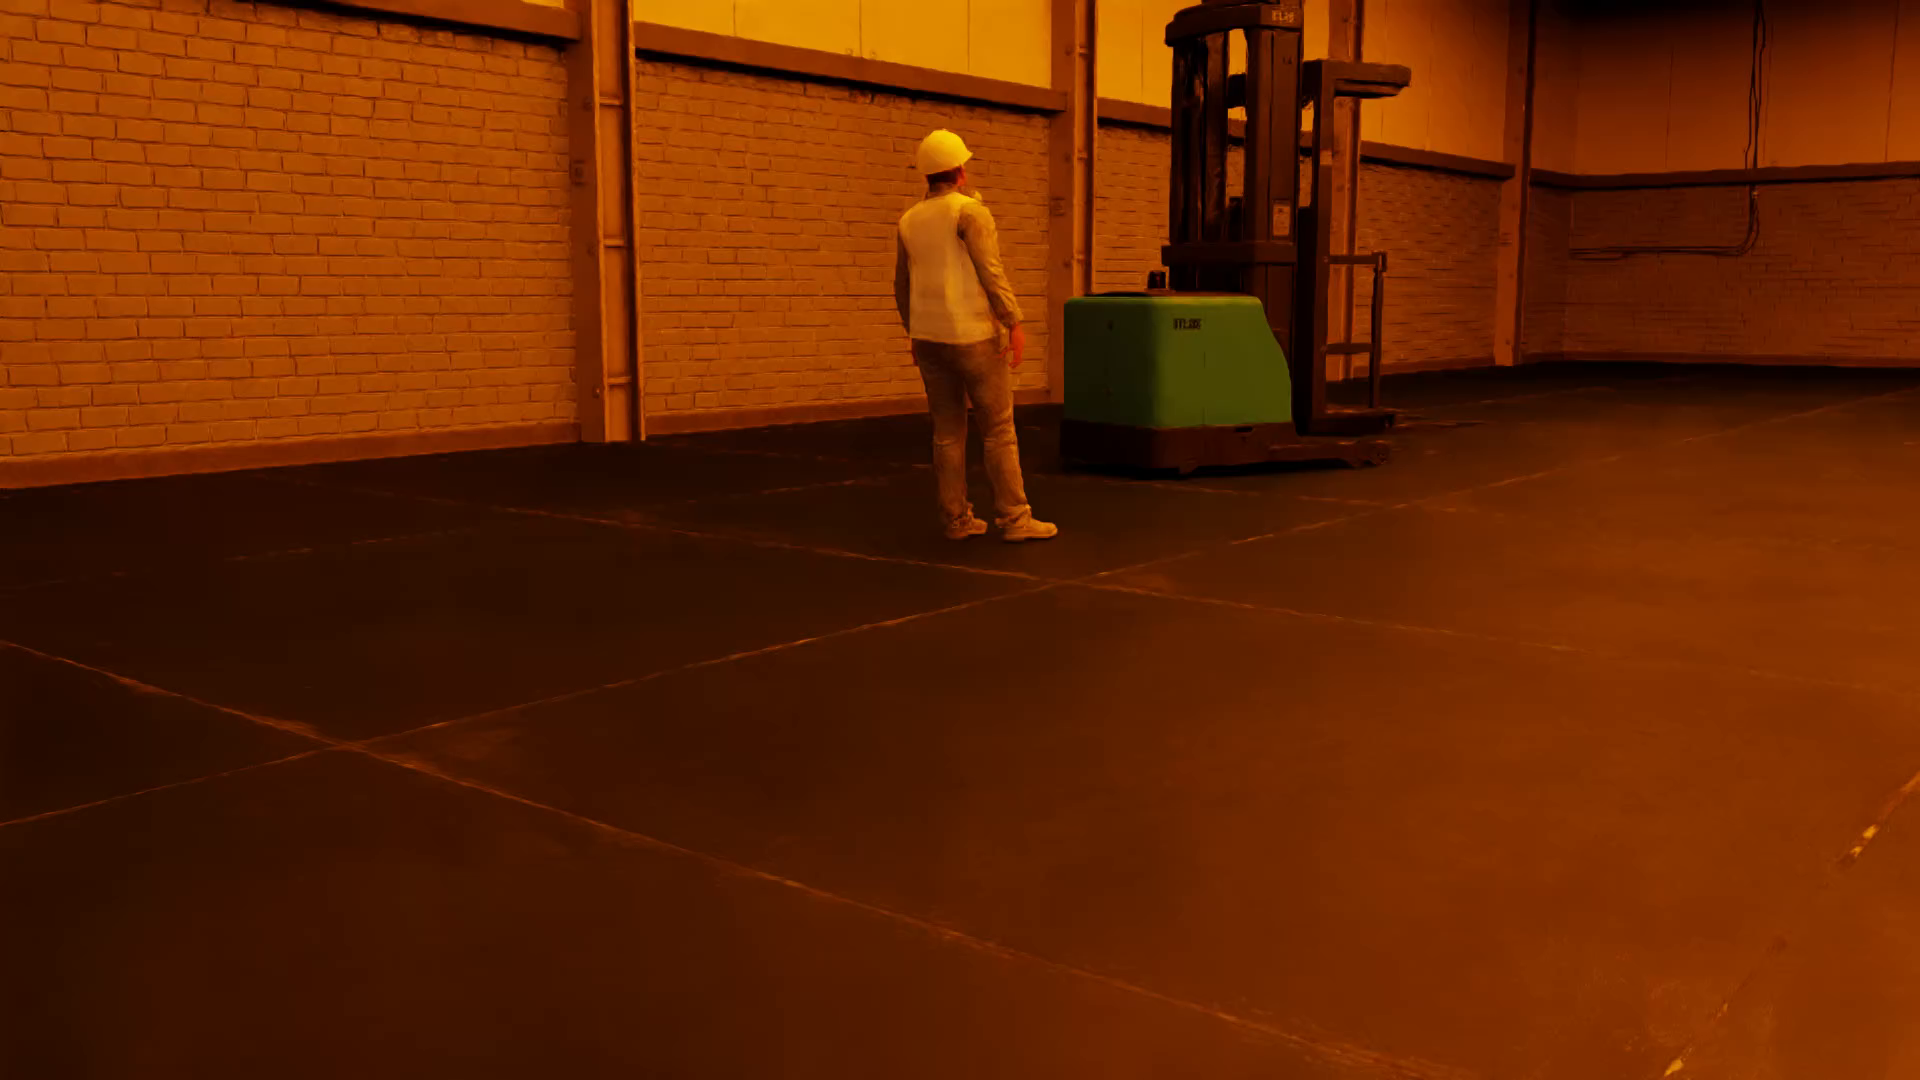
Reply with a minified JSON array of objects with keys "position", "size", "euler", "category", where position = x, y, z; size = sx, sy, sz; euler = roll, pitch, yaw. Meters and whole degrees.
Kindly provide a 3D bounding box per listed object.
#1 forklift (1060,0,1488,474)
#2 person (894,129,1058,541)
[{"position":[2.168,-1.974,10.773],"size":[3.031,2.935,1.130],"euler":[-5,10,-31],"category":"forklift"},{"position":[0.046,-0.891,7.318],"size":[0.632,1.773,0.567],"euler":[7,11,38],"category":"person"}]
